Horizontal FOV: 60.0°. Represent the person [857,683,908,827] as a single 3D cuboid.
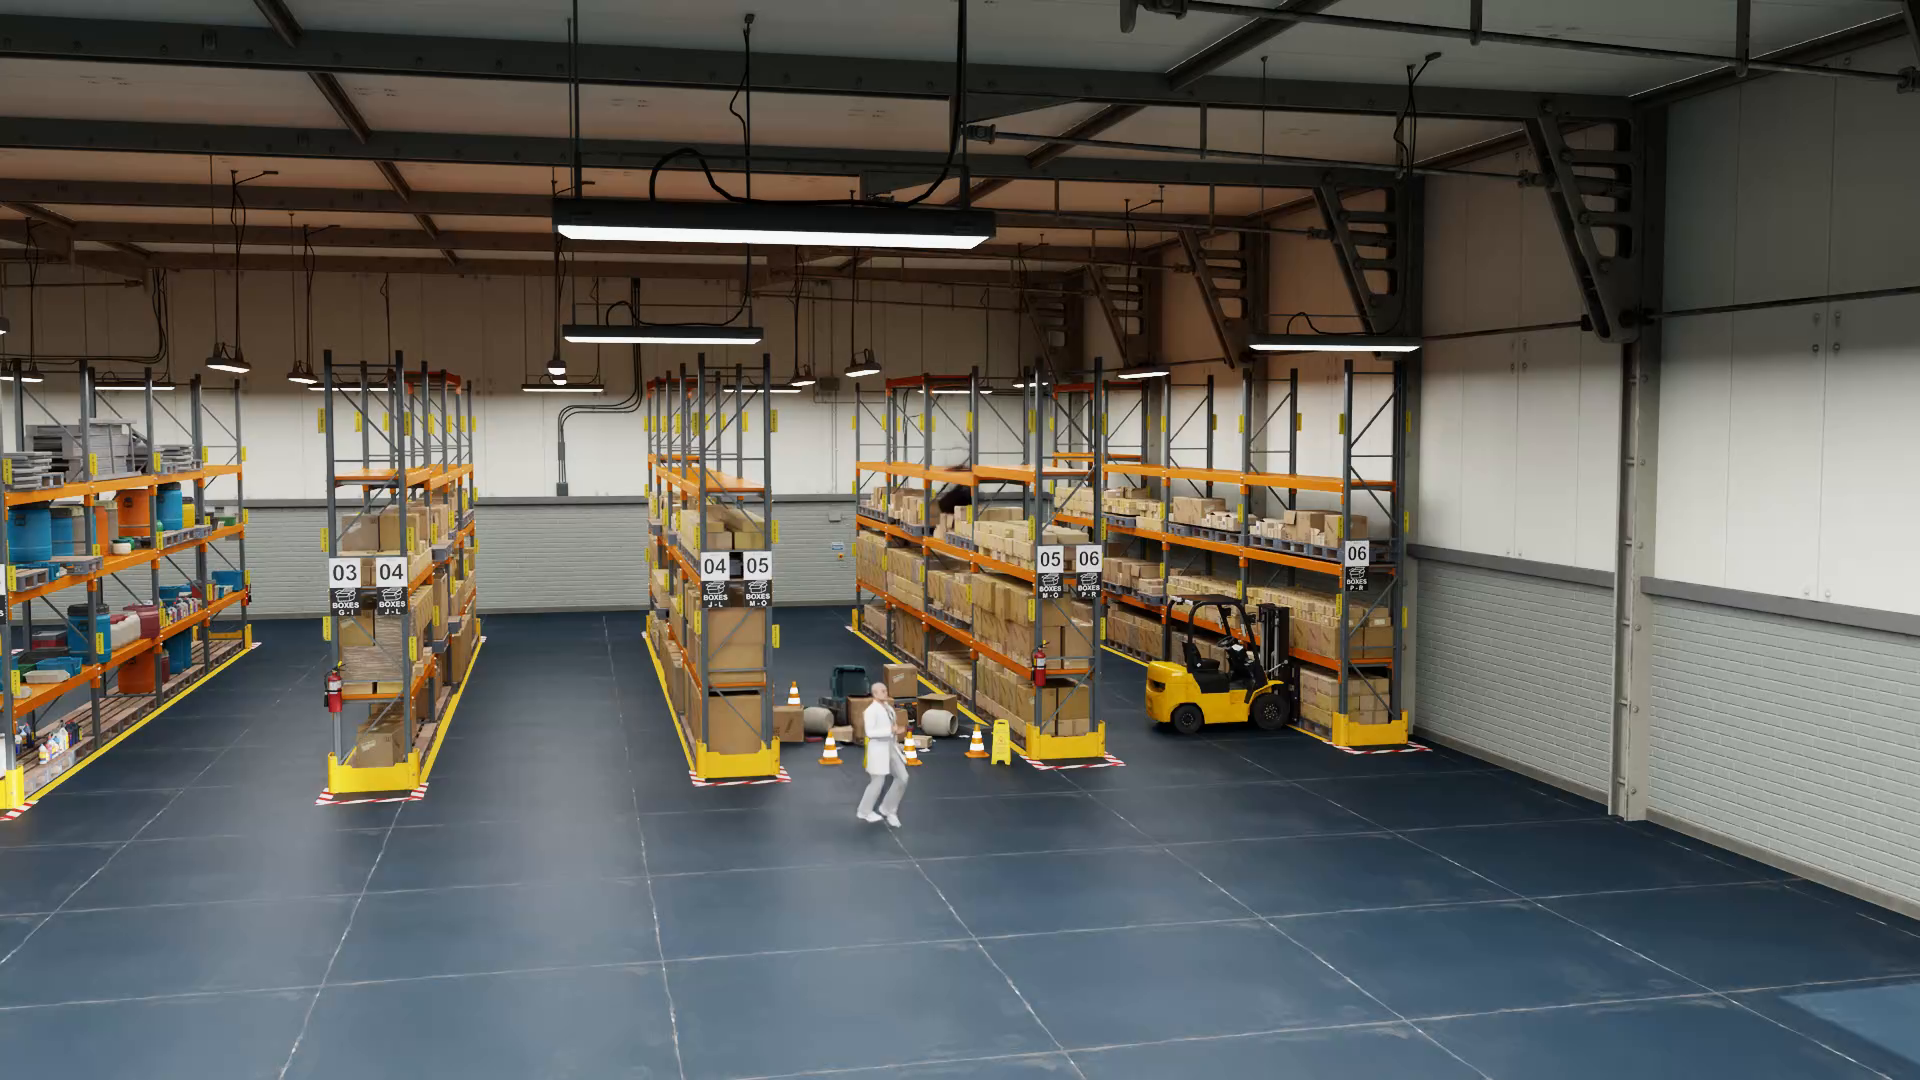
[{"bbox_3d":[-0.945,2.686,20.693,0.766,1.828,0.684,3,5,33],"label":"person"}]
